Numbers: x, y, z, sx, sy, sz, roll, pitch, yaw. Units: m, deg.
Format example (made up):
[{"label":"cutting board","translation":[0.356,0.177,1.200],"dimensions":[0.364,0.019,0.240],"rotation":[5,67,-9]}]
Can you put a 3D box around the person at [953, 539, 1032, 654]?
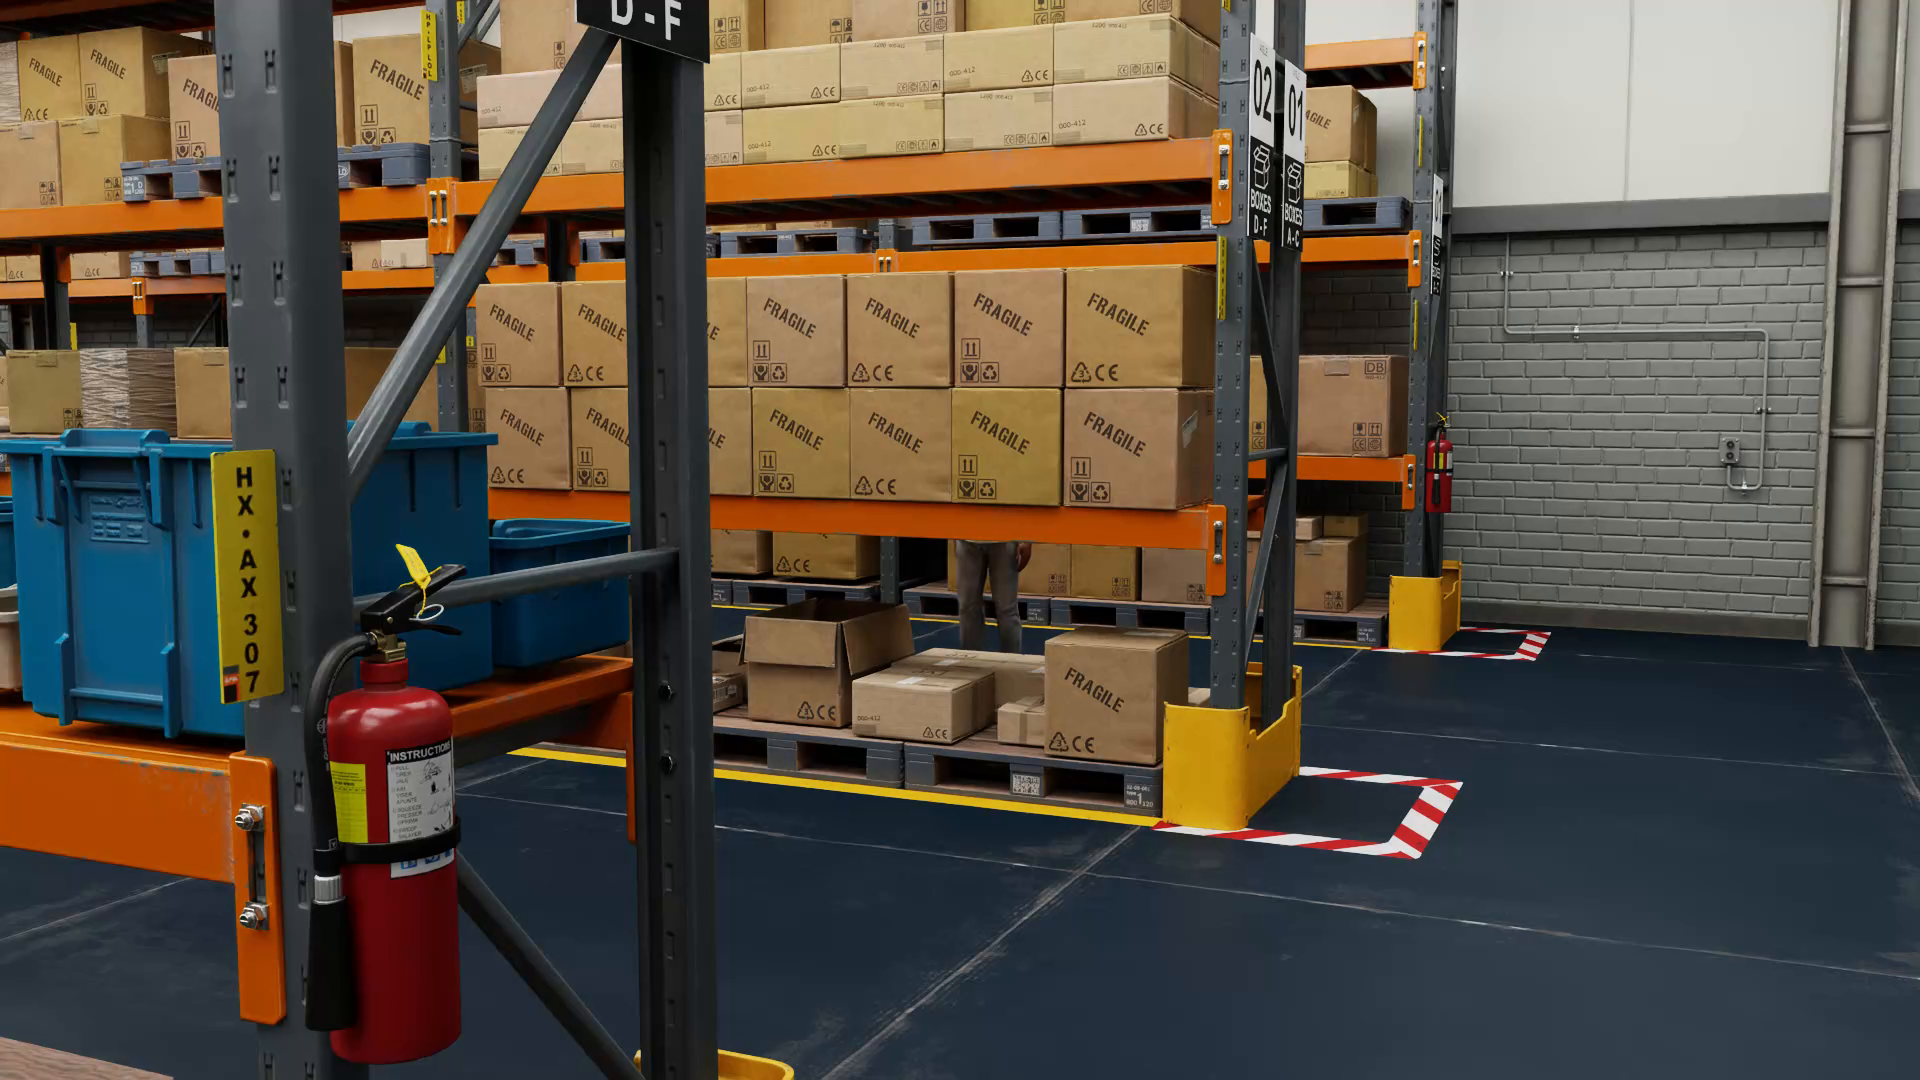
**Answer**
[{"label":"person","translation":[0.187,0.004,9.901],"dimensions":[0.563,1.762,0.369],"rotation":[3,6,25]}]
